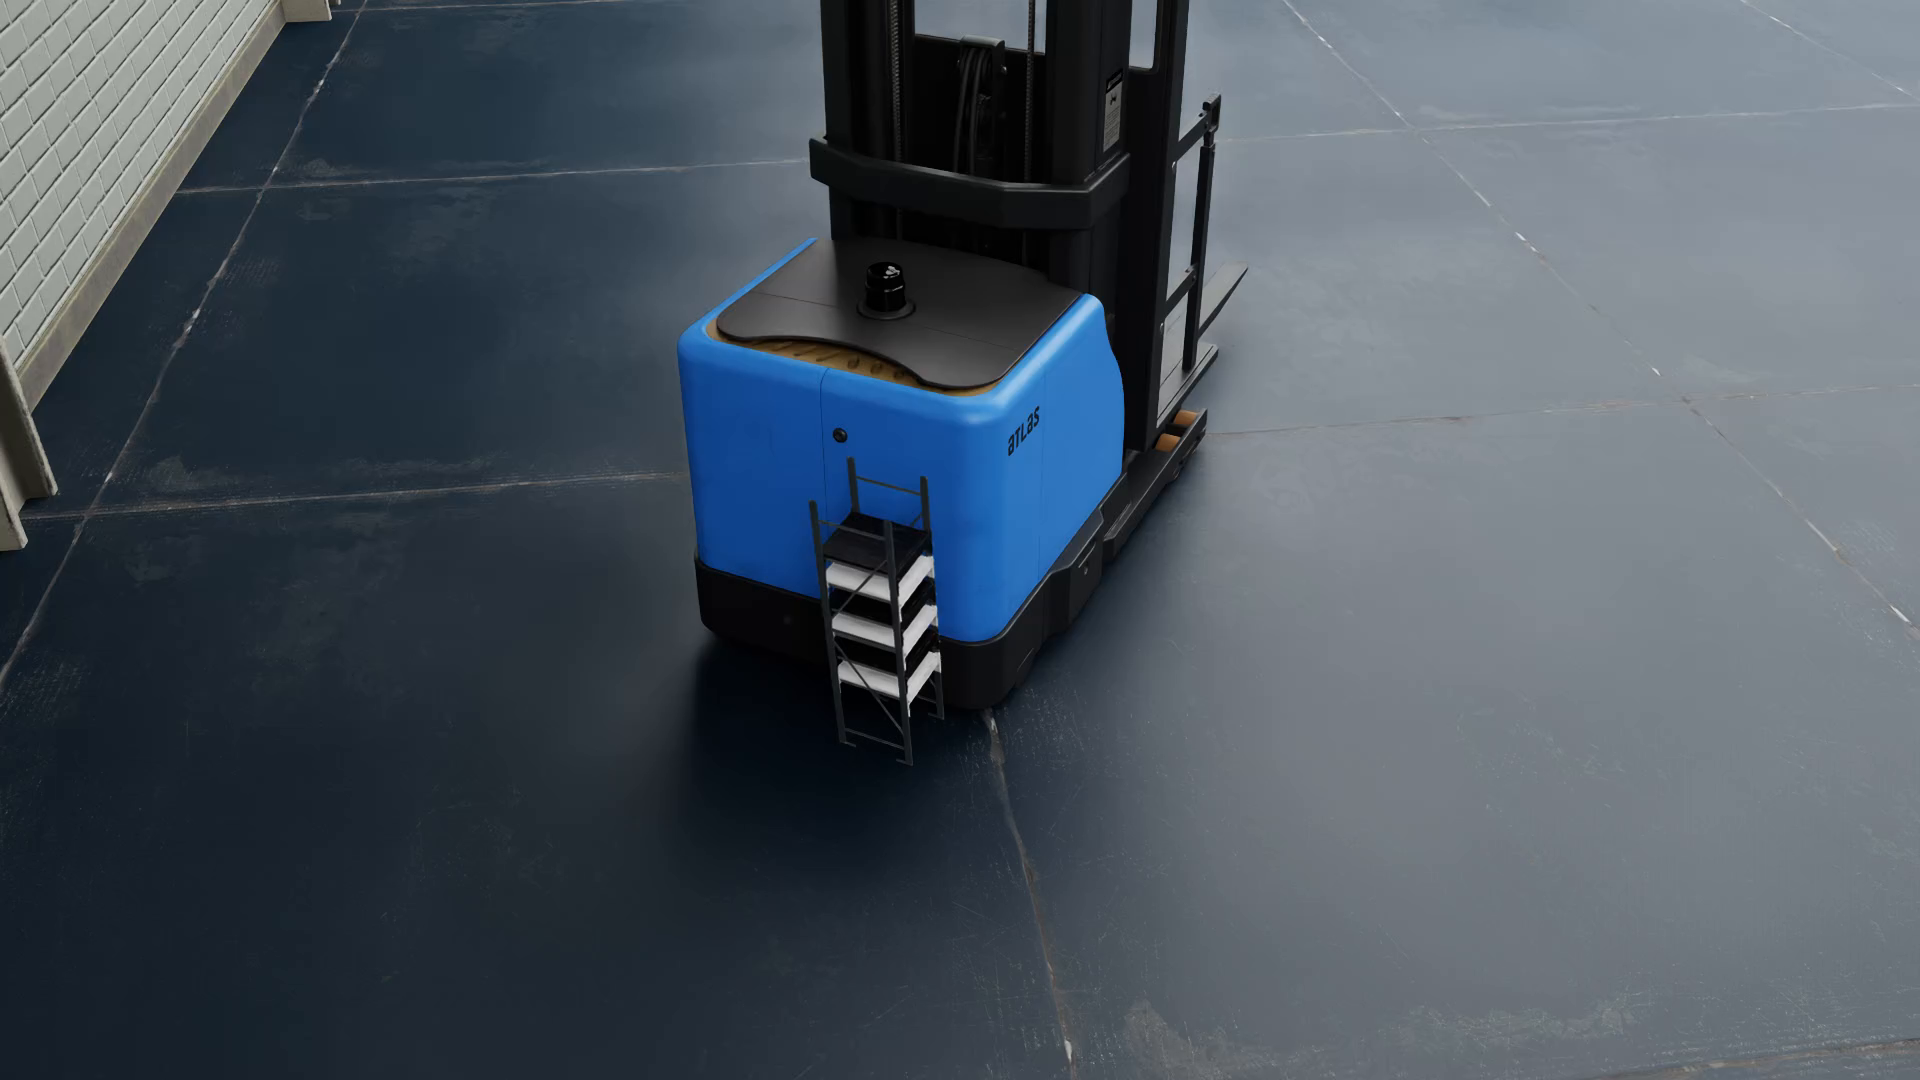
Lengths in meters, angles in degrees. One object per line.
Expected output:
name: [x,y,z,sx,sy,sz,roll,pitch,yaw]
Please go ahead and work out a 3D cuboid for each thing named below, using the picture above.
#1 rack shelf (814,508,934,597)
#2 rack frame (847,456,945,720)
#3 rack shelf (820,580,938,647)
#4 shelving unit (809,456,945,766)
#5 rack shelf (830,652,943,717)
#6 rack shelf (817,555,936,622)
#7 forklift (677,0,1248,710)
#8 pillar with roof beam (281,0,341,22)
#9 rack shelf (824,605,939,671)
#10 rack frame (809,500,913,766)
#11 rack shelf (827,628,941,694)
rack shelf: [-0.229,0.031,4.471,0.258,0.077,0.200,15,43,21]
rack frame: [-0.175,0.155,4.691,0.240,0.900,0.006,15,43,21]
rack shelf: [-0.222,0.170,4.585,0.258,0.077,0.200,15,43,21]
shelving unit: [-0.219,0.214,4.621,0.258,0.900,0.210,15,43,21]
rack shelf: [-0.210,0.379,4.757,0.258,0.077,0.200,15,43,21]
rack shelf: [-0.226,0.101,4.528,0.258,0.077,0.200,15,43,21]
forklift: [0.271,-1.529,5.390,1.130,2.935,3.031,15,37,21]
pillar with roof beam: [0.065,-7.461,8.707,9.100,9.000,0.400,-4,35,-6]
rack shelf: [-0.218,0.240,4.643,0.258,0.077,0.200,15,43,21]
rack frame: [-0.264,0.274,4.552,0.240,0.900,0.006,15,43,21]
rack shelf: [-0.214,0.309,4.700,0.258,0.077,0.200,15,43,21]
